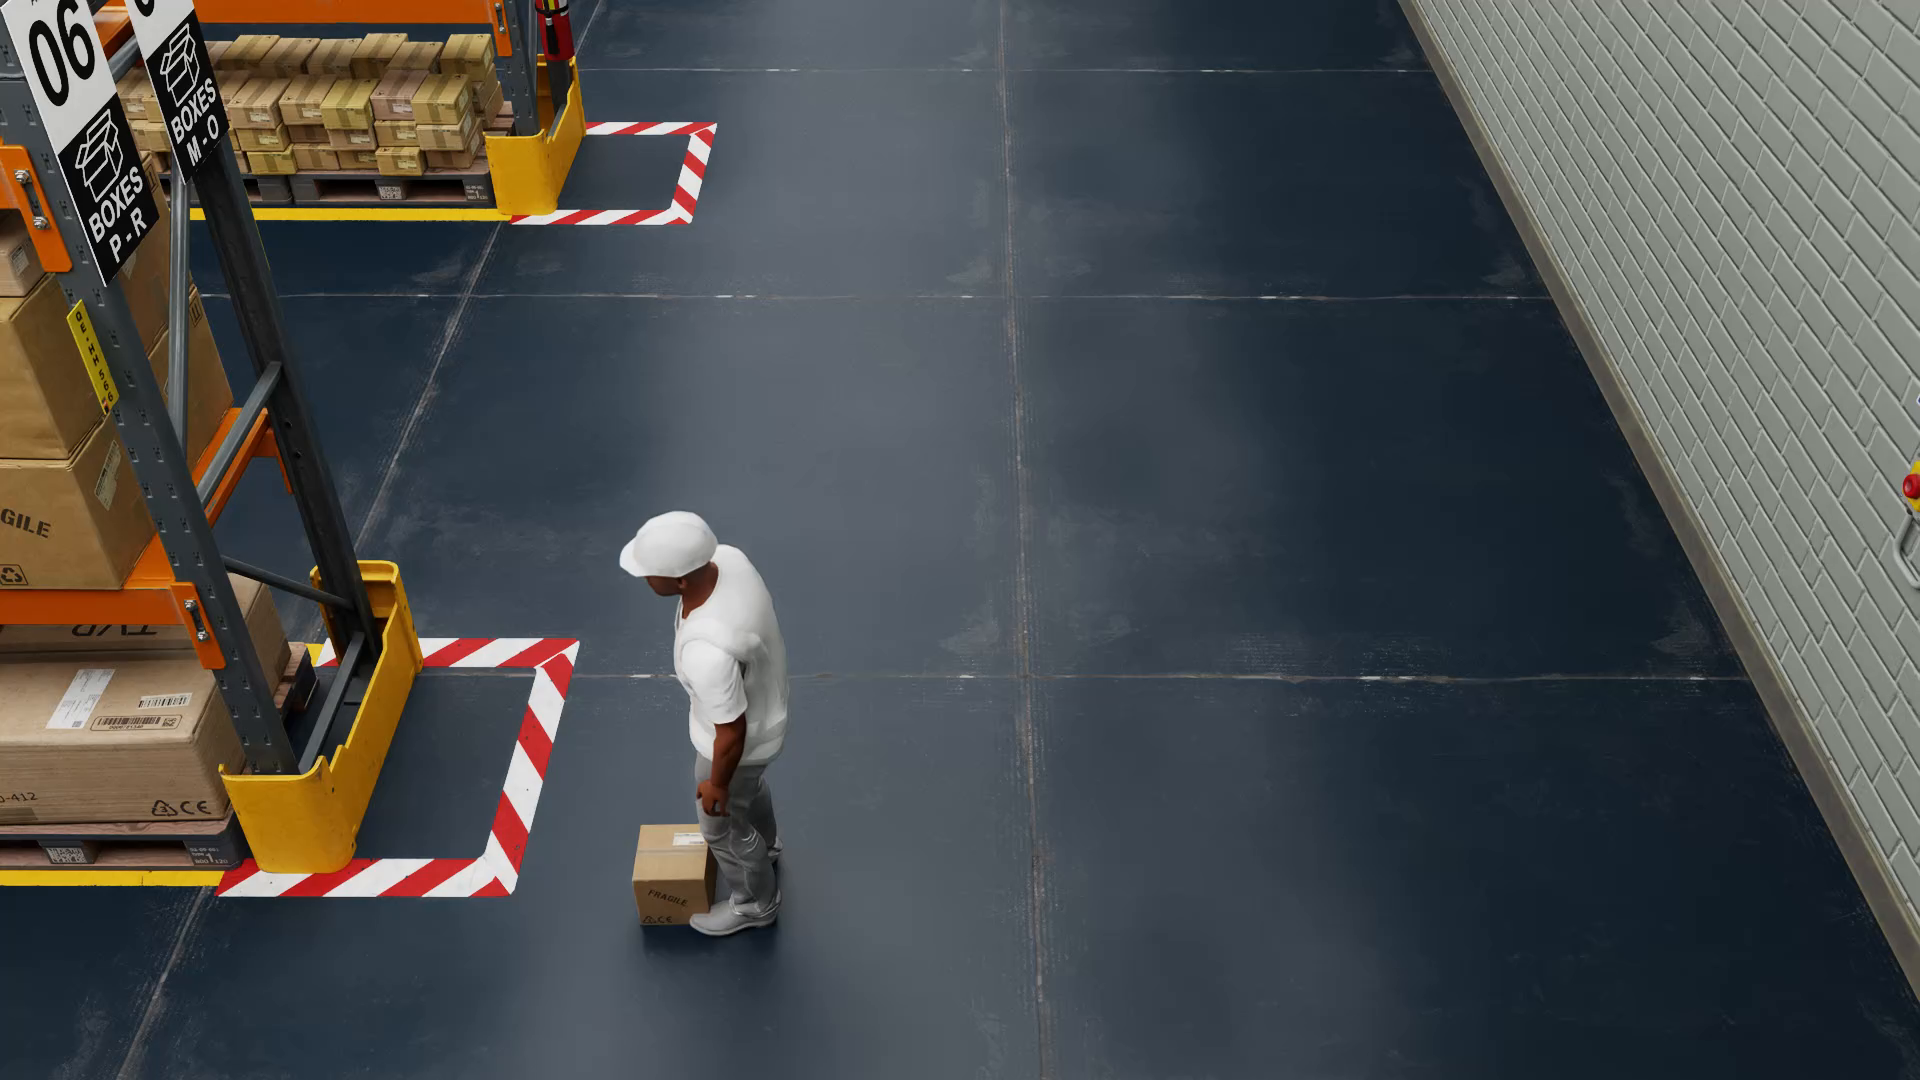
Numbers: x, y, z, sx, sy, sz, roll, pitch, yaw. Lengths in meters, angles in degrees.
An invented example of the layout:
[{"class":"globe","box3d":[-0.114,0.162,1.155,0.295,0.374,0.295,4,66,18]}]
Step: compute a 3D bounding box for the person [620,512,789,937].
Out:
[{"class":"person","box3d":[-0.778,0.595,5.416,0.462,1.759,0.622,-2,39,-2]}]
